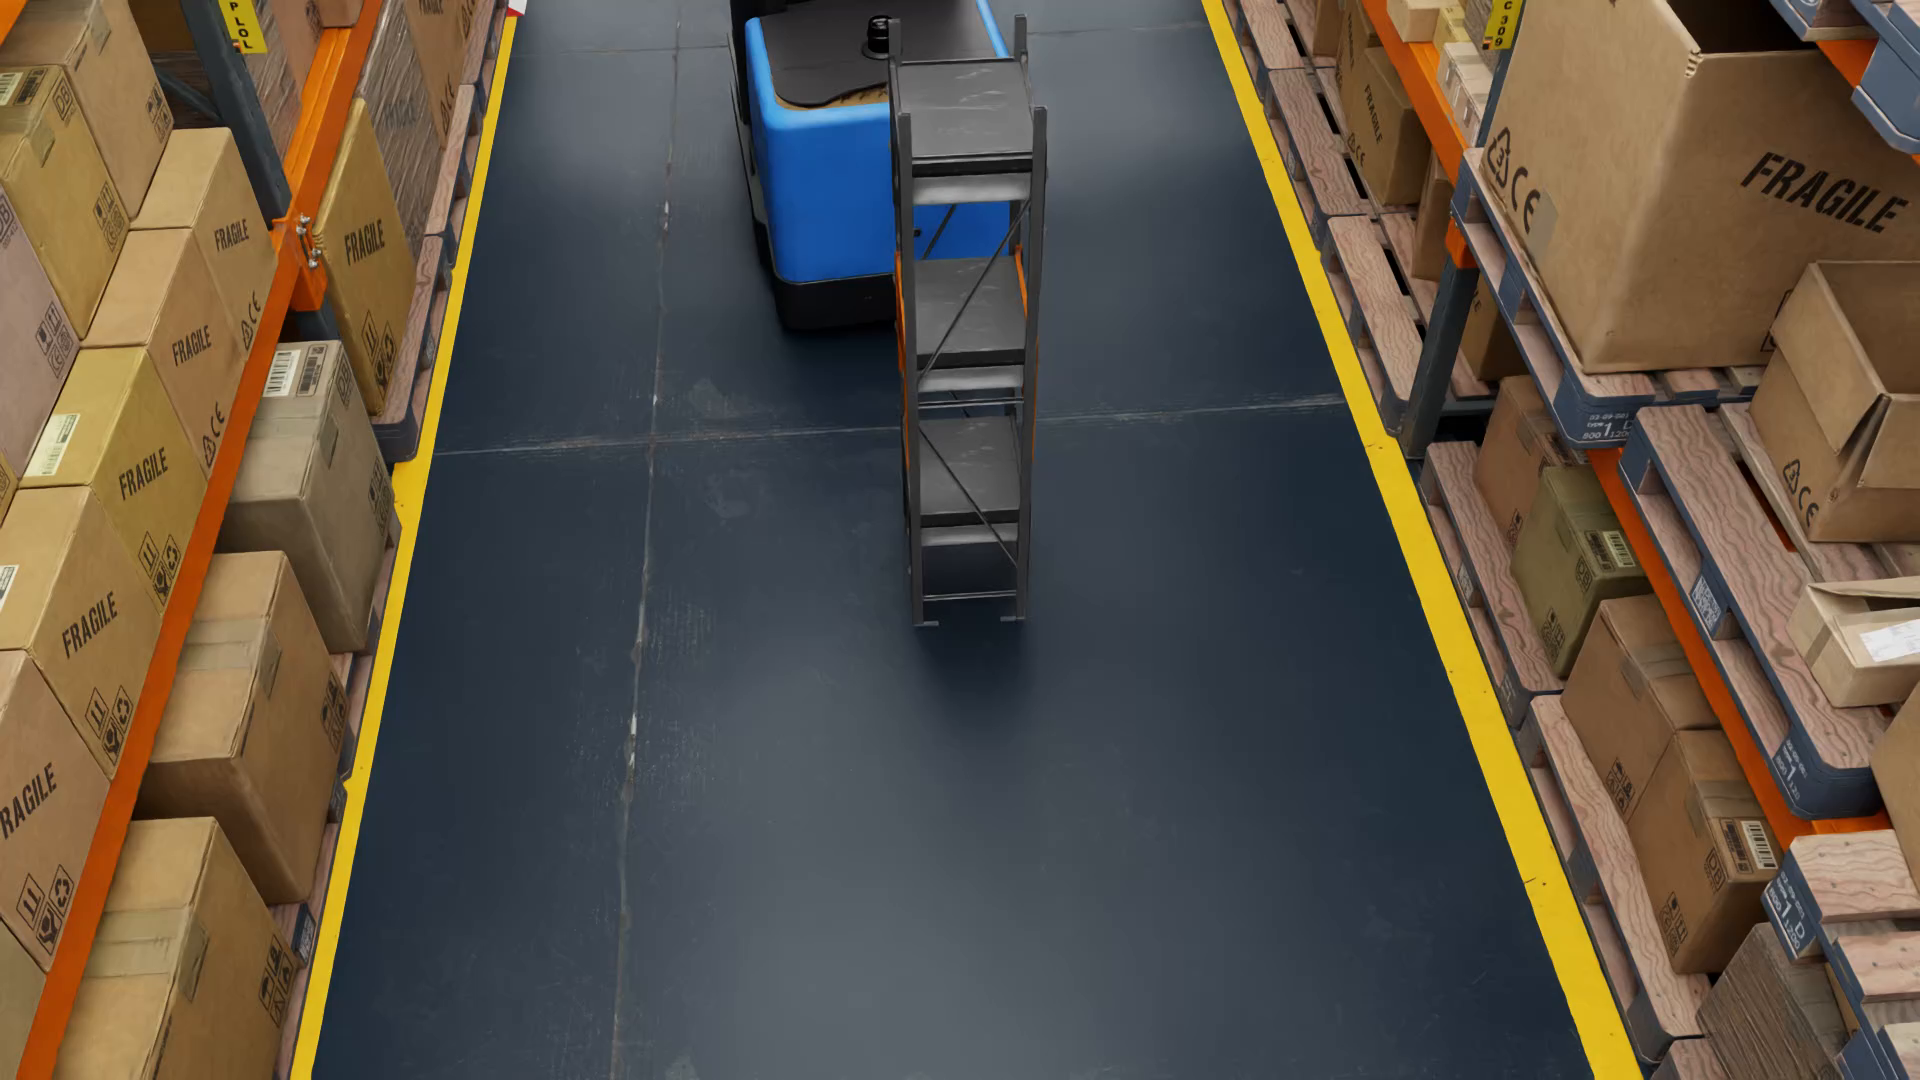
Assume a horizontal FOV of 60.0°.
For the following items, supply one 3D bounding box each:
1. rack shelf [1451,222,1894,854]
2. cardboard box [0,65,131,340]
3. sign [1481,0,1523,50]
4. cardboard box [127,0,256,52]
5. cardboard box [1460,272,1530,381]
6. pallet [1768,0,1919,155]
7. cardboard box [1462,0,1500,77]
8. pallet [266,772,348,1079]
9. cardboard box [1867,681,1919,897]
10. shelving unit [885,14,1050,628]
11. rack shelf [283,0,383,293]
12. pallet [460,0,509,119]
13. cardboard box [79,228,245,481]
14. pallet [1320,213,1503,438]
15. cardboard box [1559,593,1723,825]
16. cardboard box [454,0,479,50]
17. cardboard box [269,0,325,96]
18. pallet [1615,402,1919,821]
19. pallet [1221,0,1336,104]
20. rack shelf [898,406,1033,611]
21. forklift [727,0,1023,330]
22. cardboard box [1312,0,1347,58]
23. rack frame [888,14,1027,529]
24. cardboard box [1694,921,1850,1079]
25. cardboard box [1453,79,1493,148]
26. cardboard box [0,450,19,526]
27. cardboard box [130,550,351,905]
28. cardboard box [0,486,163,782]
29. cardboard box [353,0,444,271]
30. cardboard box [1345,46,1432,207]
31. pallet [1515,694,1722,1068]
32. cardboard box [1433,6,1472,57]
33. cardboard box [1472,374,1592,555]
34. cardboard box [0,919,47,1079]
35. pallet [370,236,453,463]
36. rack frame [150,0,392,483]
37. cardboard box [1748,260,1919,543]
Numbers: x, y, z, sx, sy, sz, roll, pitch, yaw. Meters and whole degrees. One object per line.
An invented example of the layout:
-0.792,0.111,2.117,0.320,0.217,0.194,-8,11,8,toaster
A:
2.416,0.278,4.416,1.077,0.370,4.000,-3,47,-3,rack shelf
-2.610,-0.835,4.218,0.700,0.500,0.500,-4,47,-4,cardboard box
1.708,-1.675,5.175,0.100,0.325,0.005,-3,47,-3,sign
-2.699,-1.880,5.117,0.875,0.550,0.550,-3,47,-3,cardboard box
2.255,-0.993,6.557,0.500,0.500,0.500,-5,47,-5,cardboard box
2.284,-1.180,3.365,1.213,0.211,1.003,-3,47,-3,pallet
2.272,-1.882,5.693,0.875,0.500,0.500,-3,47,-3,cardboard box
-2.458,1.209,4.959,1.003,0.211,1.213,-3,47,-3,pallet
2.352,0.513,3.340,0.700,0.500,0.500,3,47,3,cardboard box
0.014,-0.602,5.374,0.431,2.100,0.503,-3,47,-3,shelving unit
-2.870,-2.388,6.941,1.077,0.370,4.000,-3,47,-3,rack shelf
-2.893,-2.549,8.519,1.003,0.211,1.213,-3,47,-3,pallet
-2.350,-0.495,4.584,0.500,0.500,0.500,-4,47,-4,cardboard box
2.157,-0.941,6.996,1.003,0.211,1.213,-3,47,-3,pallet
2.347,0.489,5.140,0.700,0.500,0.500,-7,47,-7,cardboard box
-2.915,-3.009,8.208,0.875,0.875,0.875,-3,47,-3,cardboard box
-2.814,-1.902,5.882,0.875,0.550,0.550,-3,47,-3,cardboard box
2.377,0.114,4.208,1.003,0.211,1.213,-3,47,-3,pallet
1.953,-2.707,8.668,1.003,0.211,1.213,-3,47,-3,pallet
0.014,-0.112,5.892,0.431,0.518,0.480,-3,47,-3,rack shelf
-0.515,-2.980,7.053,1.130,2.935,3.031,-8,47,-7,forklift
2.033,-2.712,8.185,0.500,0.500,0.500,8,47,7,cardboard box
-0.007,-0.779,5.541,0.400,2.100,0.015,-3,47,-3,rack frame
2.448,1.302,4.370,0.700,0.500,0.500,-7,47,-7,cardboard box
1.937,-1.468,5.747,0.380,0.149,0.250,-3,47,-3,cardboard box
-2.527,-0.104,3.525,0.700,0.500,0.500,-4,47,-4,cardboard box
-2.484,0.583,4.892,1.050,0.750,0.750,-3,47,-3,cardboard box
-2.263,0.237,3.890,0.500,0.500,0.500,-4,47,-4,cardboard box
-2.765,-1.713,6.981,0.875,0.875,0.875,-3,47,-3,cardboard box
2.069,-1.851,7.370,0.500,0.500,0.500,-7,47,-7,cardboard box
2.420,0.991,5.167,1.003,0.211,1.213,-3,47,-3,pallet
1.965,-1.834,6.094,0.380,0.149,0.250,-3,47,-3,cardboard box
2.278,-0.262,5.851,0.700,0.500,0.500,-7,47,-6,cardboard box
-2.182,0.963,3.203,0.500,0.500,0.500,-4,47,-4,cardboard box
-2.688,-0.784,6.847,1.003,0.211,1.213,-3,47,-3,pallet
-2.703,-1.188,5.309,1.000,3.000,0.127,-3,47,-3,rack frame
2.485,-0.348,4.153,0.797,0.503,0.637,1,47,1,cardboard box
